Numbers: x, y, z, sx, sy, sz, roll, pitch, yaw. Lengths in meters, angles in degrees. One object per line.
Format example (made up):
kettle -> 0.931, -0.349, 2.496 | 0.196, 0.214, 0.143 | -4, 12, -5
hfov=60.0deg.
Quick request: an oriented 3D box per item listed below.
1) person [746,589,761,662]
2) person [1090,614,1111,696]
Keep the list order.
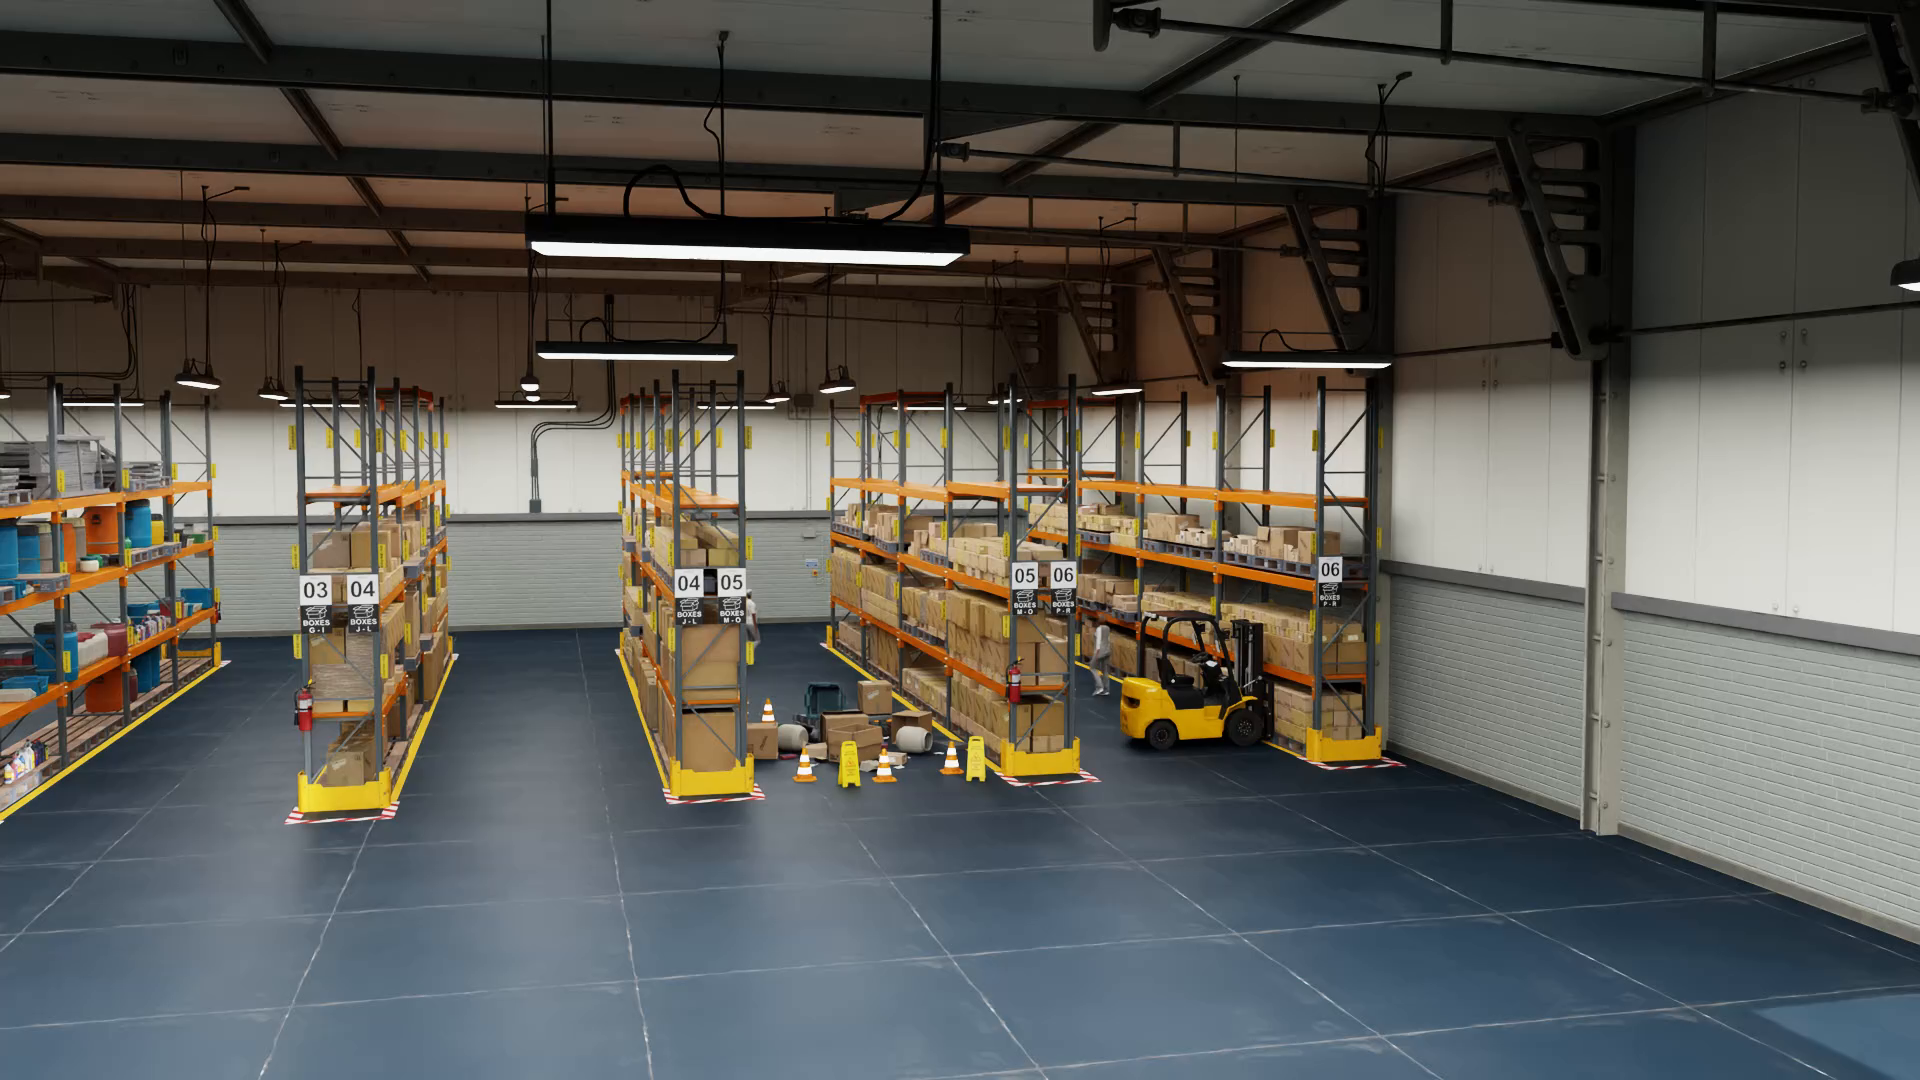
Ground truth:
person -> -4.765, 1.939, 37.328 | 0.492, 1.676, 0.459 | 2, 4, 31
person -> 2.796, 2.258, 32.732 | 0.372, 1.612, 0.446 | 3, 5, 41
